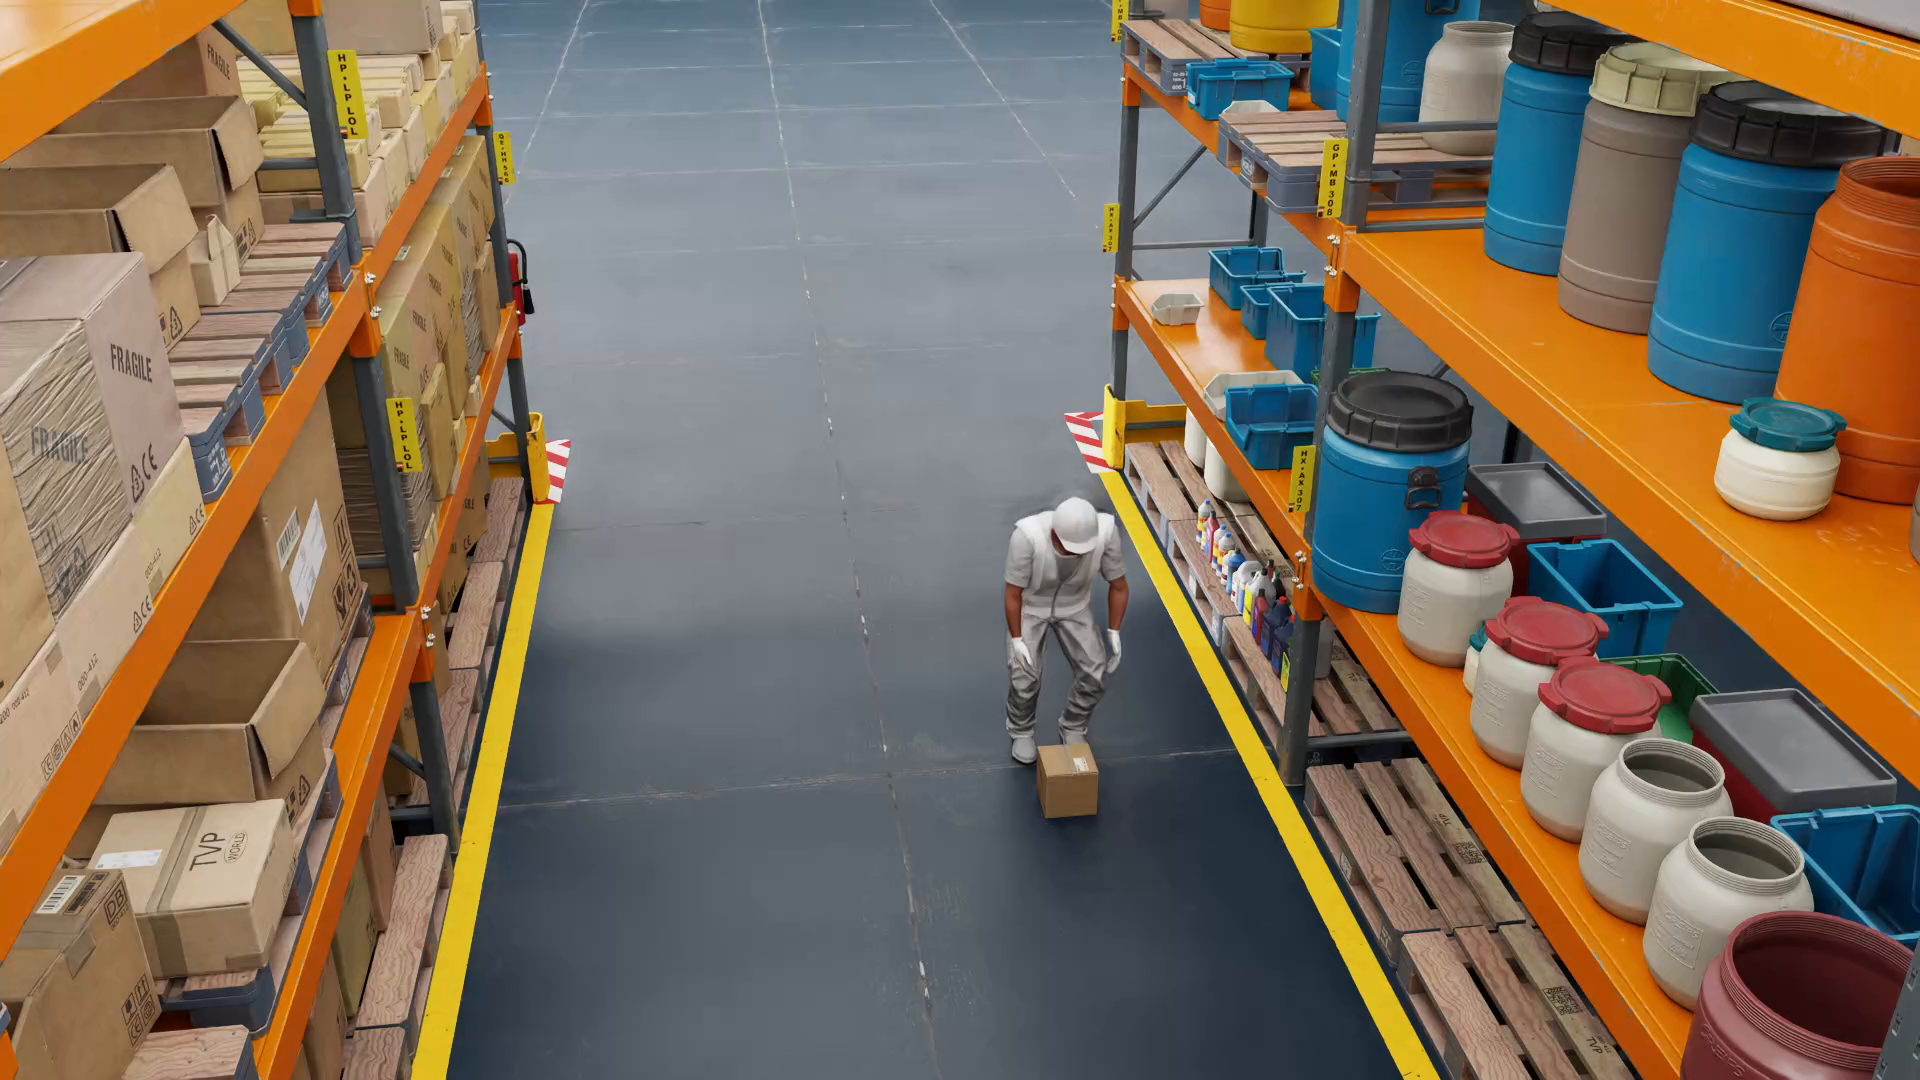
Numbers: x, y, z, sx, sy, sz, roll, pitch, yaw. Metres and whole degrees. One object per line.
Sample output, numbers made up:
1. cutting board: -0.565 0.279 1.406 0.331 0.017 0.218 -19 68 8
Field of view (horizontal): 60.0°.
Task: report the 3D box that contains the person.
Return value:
1. person: 0.500 0.391 8.109 0.608 1.525 0.696 -3 27 -7
